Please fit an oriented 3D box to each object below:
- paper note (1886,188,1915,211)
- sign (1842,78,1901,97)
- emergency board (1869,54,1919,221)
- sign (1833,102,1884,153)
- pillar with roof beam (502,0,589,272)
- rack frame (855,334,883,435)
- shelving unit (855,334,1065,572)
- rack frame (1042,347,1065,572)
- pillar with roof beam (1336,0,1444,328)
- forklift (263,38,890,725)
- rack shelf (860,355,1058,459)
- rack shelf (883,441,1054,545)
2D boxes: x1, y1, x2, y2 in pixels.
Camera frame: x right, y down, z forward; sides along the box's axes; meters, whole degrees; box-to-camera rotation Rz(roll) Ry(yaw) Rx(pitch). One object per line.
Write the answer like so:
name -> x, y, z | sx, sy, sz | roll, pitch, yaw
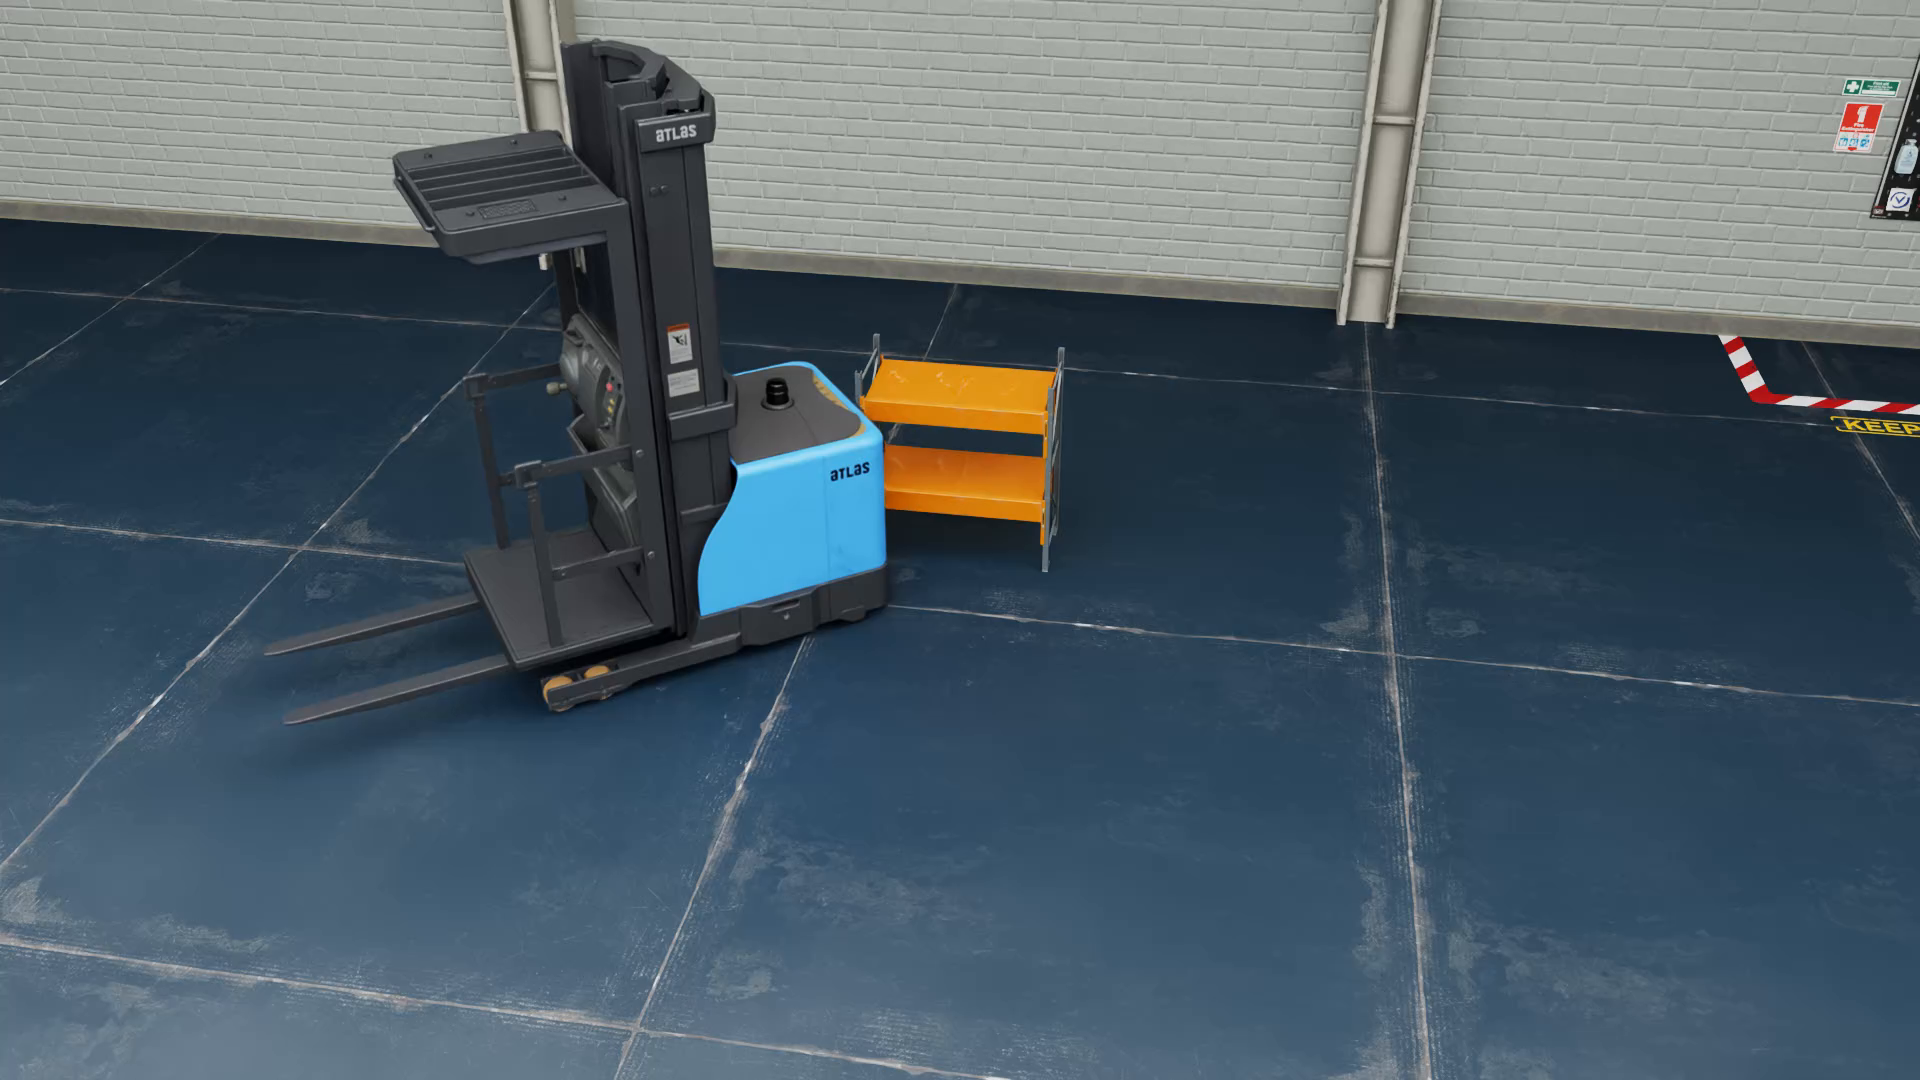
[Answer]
paper note -> 6.239, -2.258, 11.034 | 0.142, 0.148, 0.016 | 5, 32, 8
sign -> 5.877, -2.917, 10.724 | 0.331, 0.109, 0.001 | 5, 32, 8
emergency board -> 6.396, -2.589, 10.734 | 0.626, 1.169, 0.157 | 5, 32, 8
sign -> 5.874, -2.698, 10.873 | 0.234, 0.329, 0.001 | 5, 32, 8
pillar with roof beam -> -3.722, -3.701, 6.855 | 0.400, 9.000, 9.100 | 5, 32, 8
rack frame -> -0.494, -0.522, 9.197 | 0.032, 1.125, 0.500 | 5, 32, 8
shelving unit -> 0.007, -0.476, 9.124 | 1.048, 1.125, 0.538 | 5, 32, 8
rack frame -> 0.508, -0.431, 9.052 | 0.032, 1.125, 0.500 | 5, 32, 8
pillar with roof beam -> 2.192, -3.166, 6.000 | 0.400, 9.000, 9.100 | 5, 32, 8
forklift -> -1.919, -0.731, 7.829 | 3.031, 2.935, 1.130 | -15, 35, -23
rack shelf -> 0.007, -0.724, 8.969 | 1.000, 0.278, 0.538 | 5, 32, 8
rack shelf -> 0.007, -0.269, 9.254 | 1.000, 0.278, 0.538 | 5, 32, 8
